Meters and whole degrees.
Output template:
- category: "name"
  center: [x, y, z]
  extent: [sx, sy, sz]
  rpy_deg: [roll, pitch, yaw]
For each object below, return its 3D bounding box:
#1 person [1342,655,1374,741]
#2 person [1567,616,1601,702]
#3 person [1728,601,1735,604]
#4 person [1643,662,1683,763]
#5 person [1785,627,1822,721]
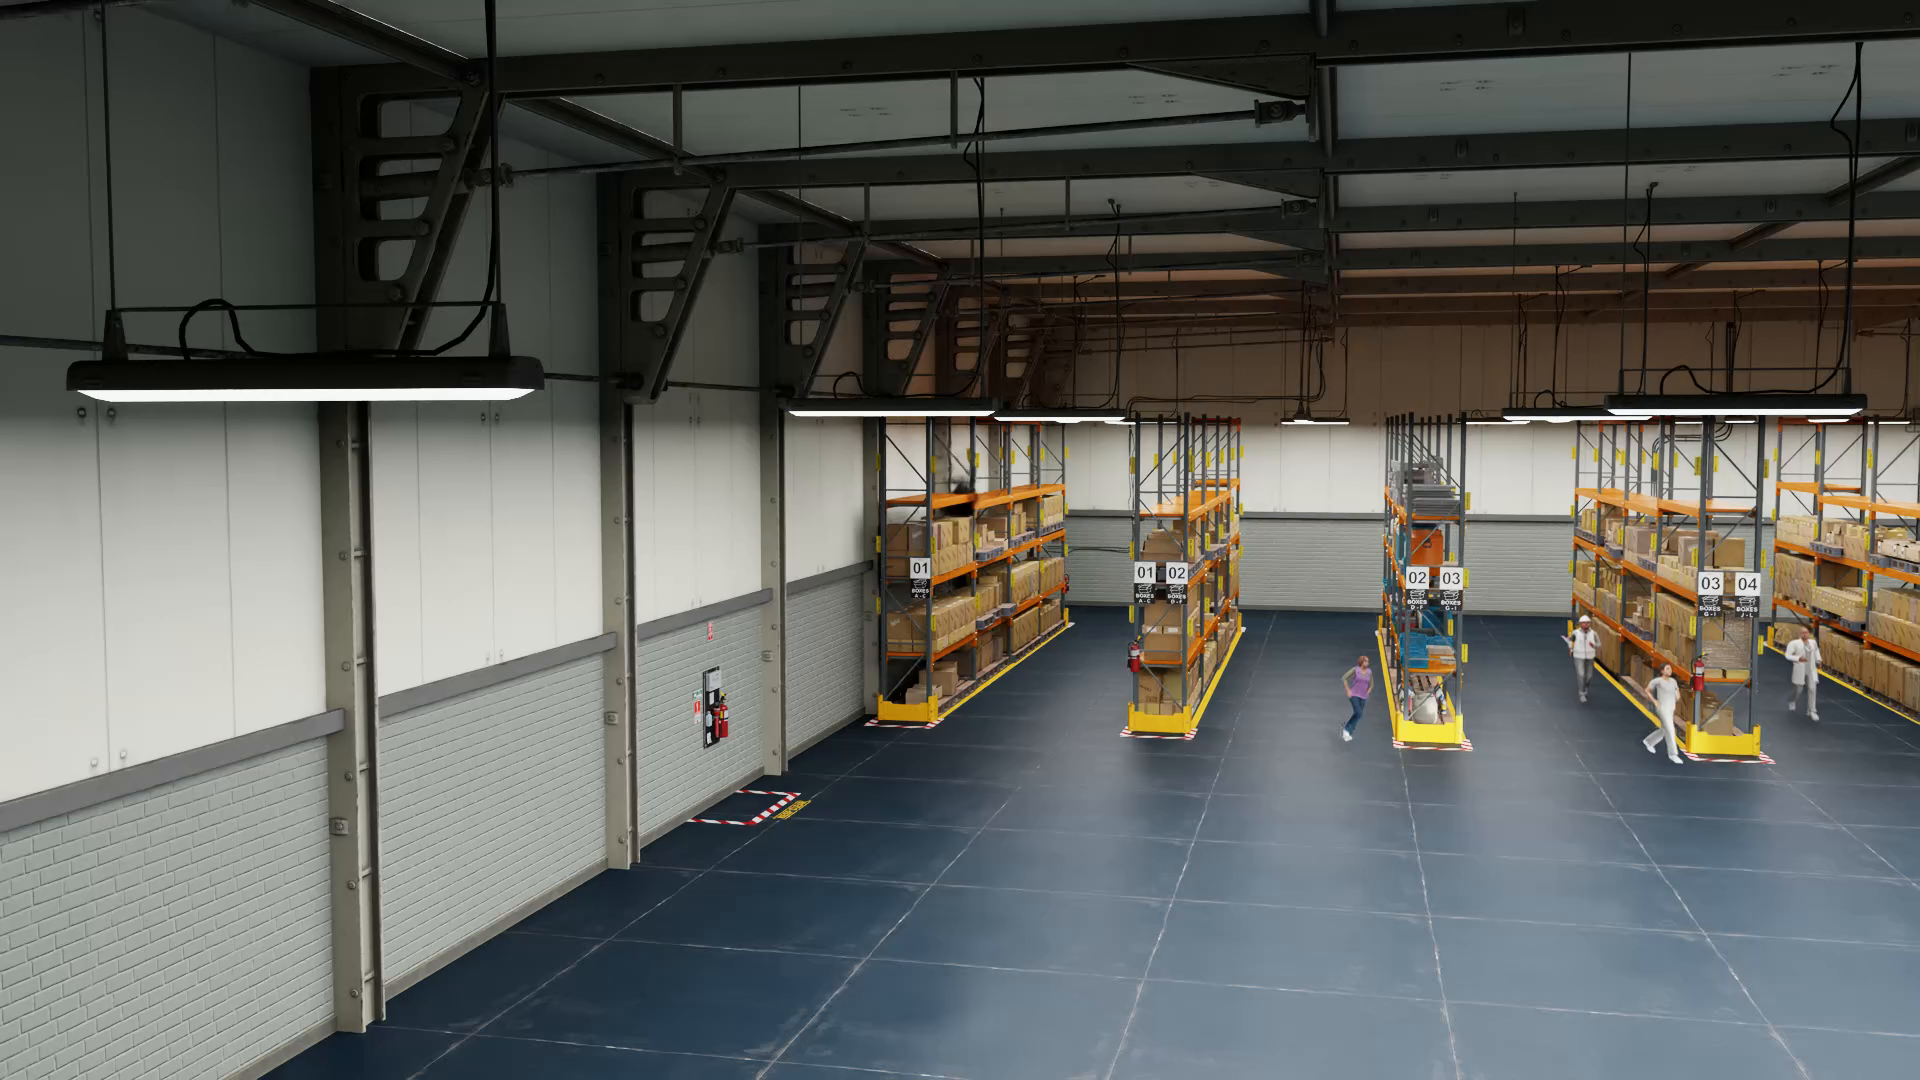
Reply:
- category: "person"
  center: [7.279, 2.885, 30.362]
  extent: [0.574, 1.559, 0.579]
  rpy_deg: [-1, 4, -17]
- category: "person"
  center: [13.066, 2.460, 34.798]
  extent: [0.656, 1.758, 0.970]
  rpy_deg: [1, 4, 10]
- category: "person"
  center: [20.847, 1.836, 44.788]
  extent: [0.744, 1.752, 0.809]
  rpy_deg: [-2, 4, -28]
- category: "person"
  center: [12.201, 2.951, 28.751]
  extent: [0.581, 1.680, 0.892]
  rpy_deg: [-2, 4, -26]
- category: "person"
  center: [16.683, 2.604, 32.841]
  extent: [0.724, 1.764, 1.110]
  rpy_deg: [0, 4, 7]
